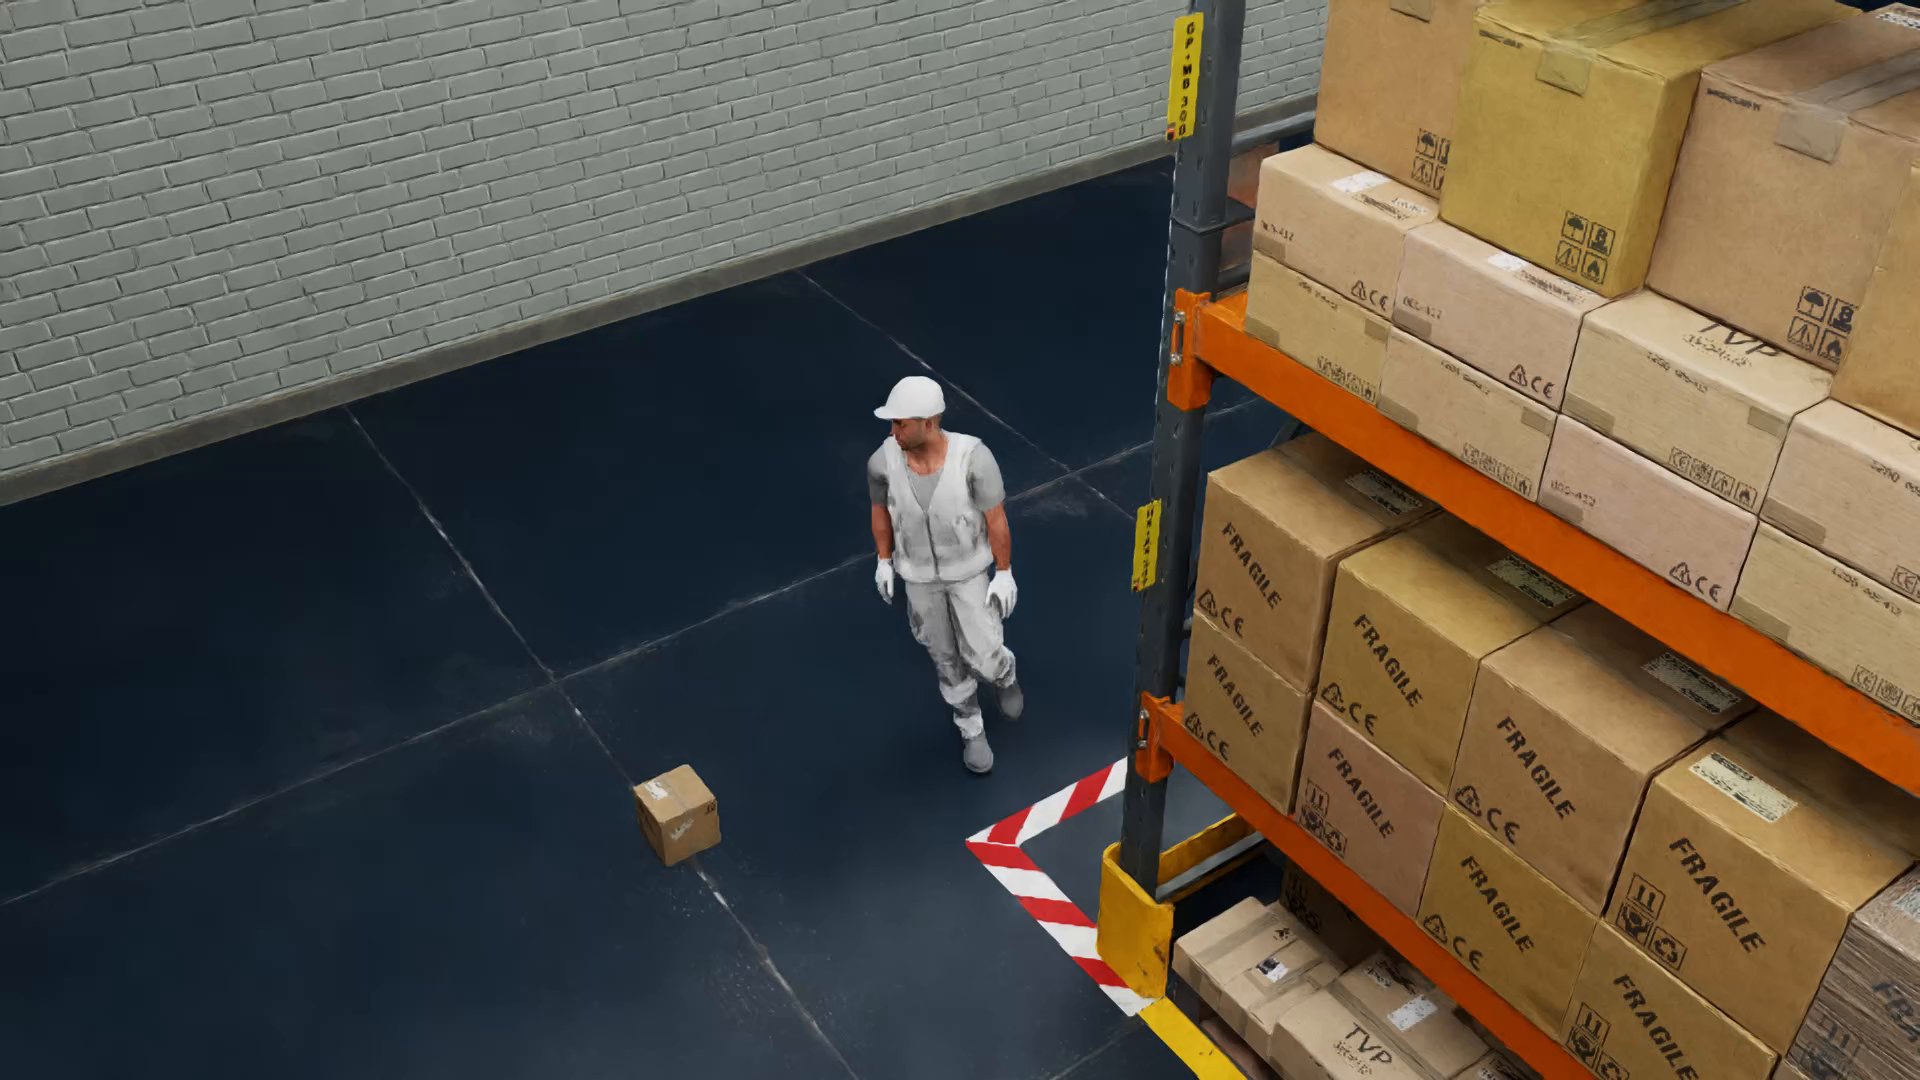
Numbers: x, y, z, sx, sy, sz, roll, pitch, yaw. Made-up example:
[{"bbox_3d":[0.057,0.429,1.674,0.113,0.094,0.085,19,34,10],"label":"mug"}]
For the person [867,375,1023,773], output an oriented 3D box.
[{"bbox_3d":[-0.059,0.161,6.774,0.655,1.770,0.462,4,36,5],"label":"person"}]
